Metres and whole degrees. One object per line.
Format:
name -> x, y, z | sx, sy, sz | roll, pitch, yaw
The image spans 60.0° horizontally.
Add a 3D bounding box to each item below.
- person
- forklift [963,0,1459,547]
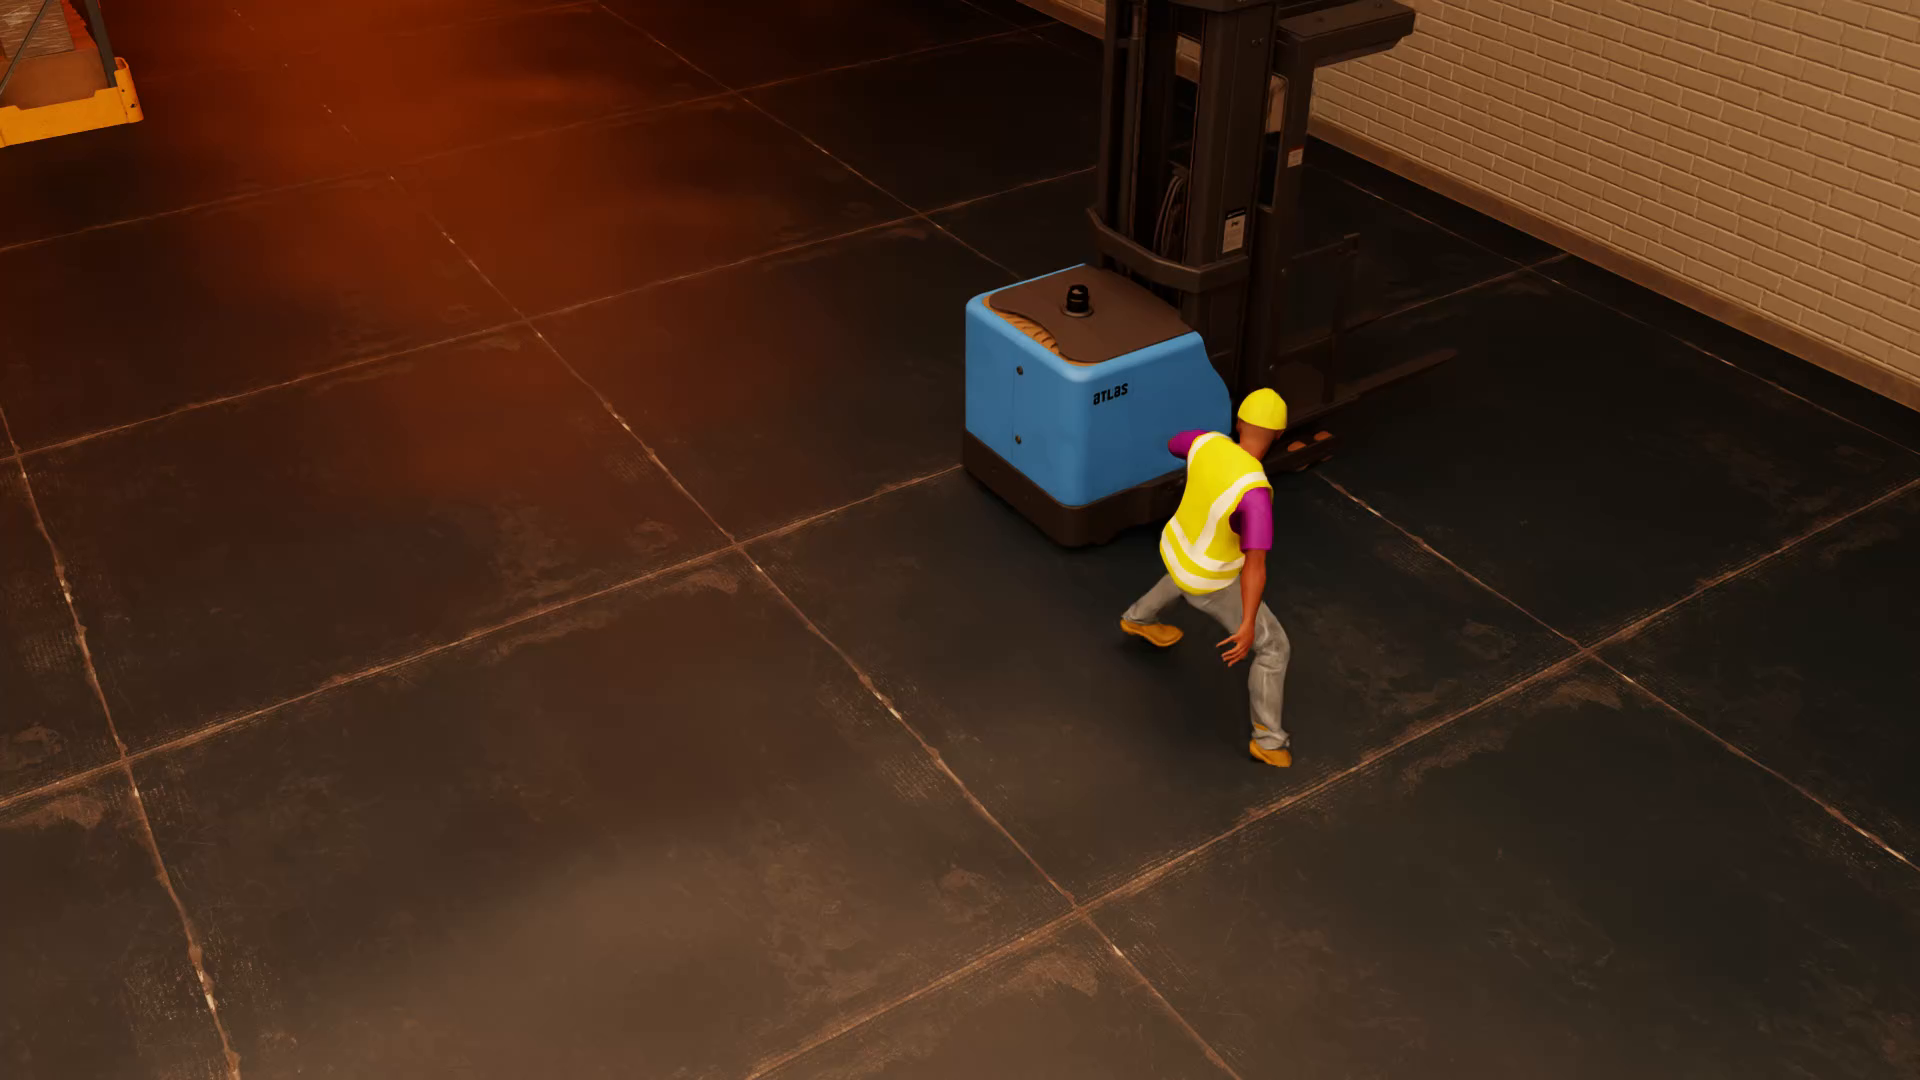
person -> 1.141, 0.075, 7.136 | 0.523, 1.540, 1.194 | -8, 36, -12
forklift -> 1.526, -1.812, 8.727 | 3.031, 2.935, 1.130 | -21, 40, -27
